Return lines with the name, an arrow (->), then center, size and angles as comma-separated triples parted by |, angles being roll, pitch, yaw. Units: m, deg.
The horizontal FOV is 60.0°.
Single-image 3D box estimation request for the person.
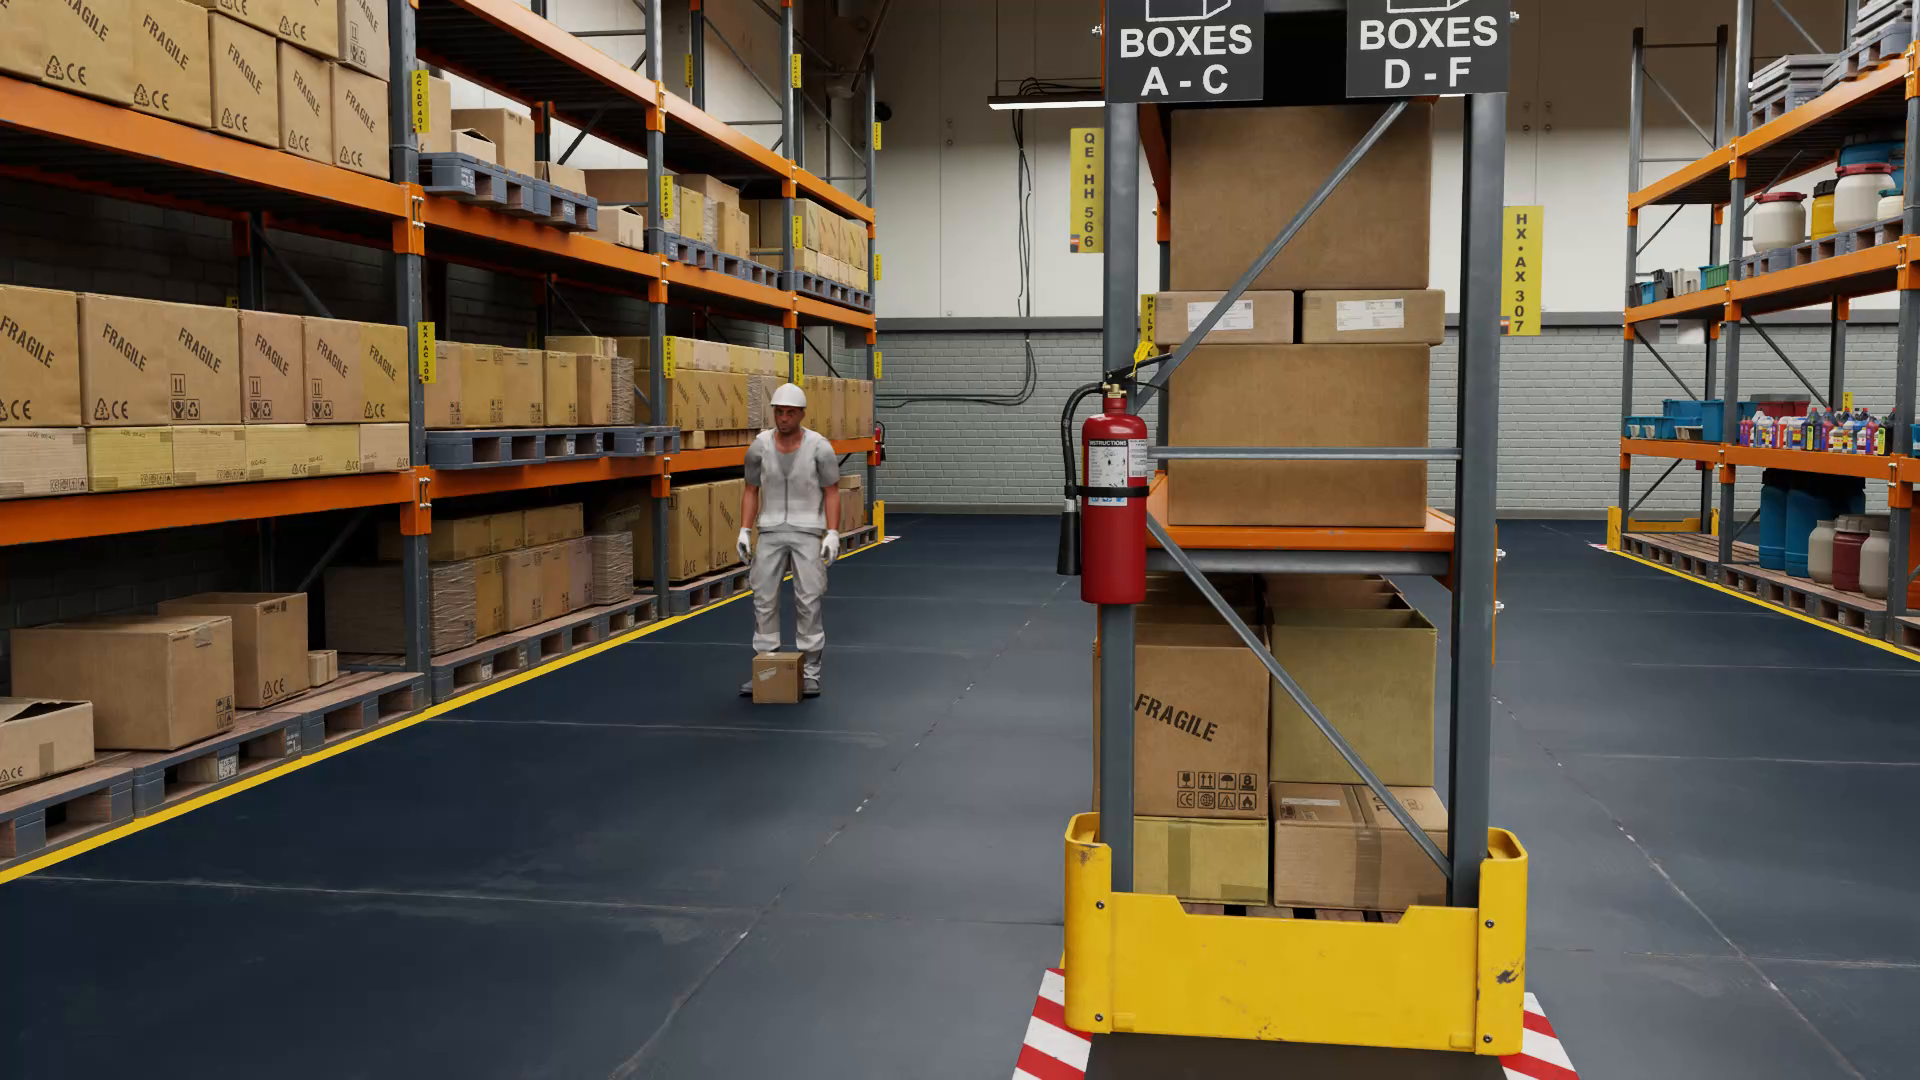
person -> -0.980, -0.002, 9.518 | 0.609, 1.776, 0.454 | 1, 4, 8
